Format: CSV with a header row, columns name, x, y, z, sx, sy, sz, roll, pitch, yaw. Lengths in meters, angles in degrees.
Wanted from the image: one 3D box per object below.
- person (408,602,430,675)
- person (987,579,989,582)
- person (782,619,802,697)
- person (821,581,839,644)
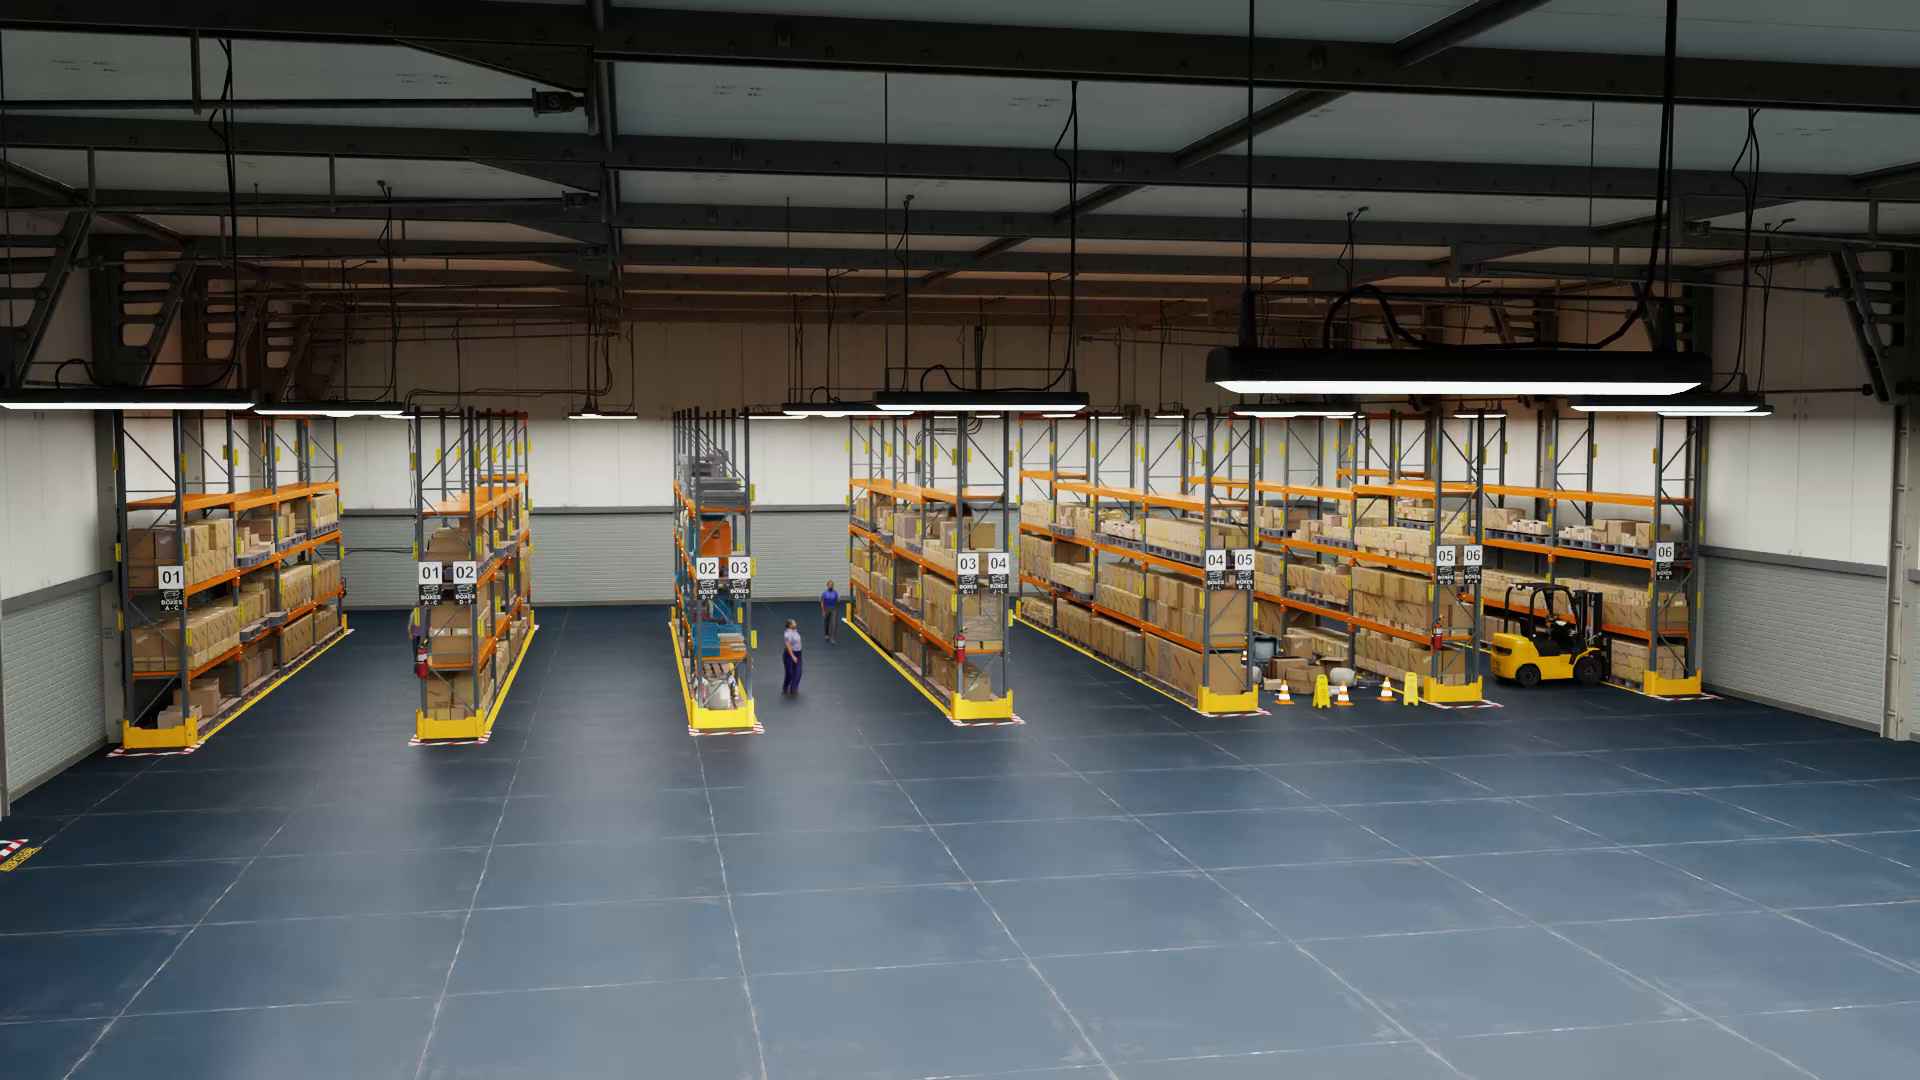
name,x,y,z,sx,sy,sz,roll,pitch,yaw
person,-12.342,2.223,38.030,0.541,1.620,0.695,-1,4,-17
person,0.939,1.331,49.446,0.897,1.754,0.747,-1,4,-12
person,-3.506,2.456,34.741,0.647,1.643,0.501,3,5,39
person,-3.356,1.864,43.050,0.467,1.598,0.928,0,4,-5
